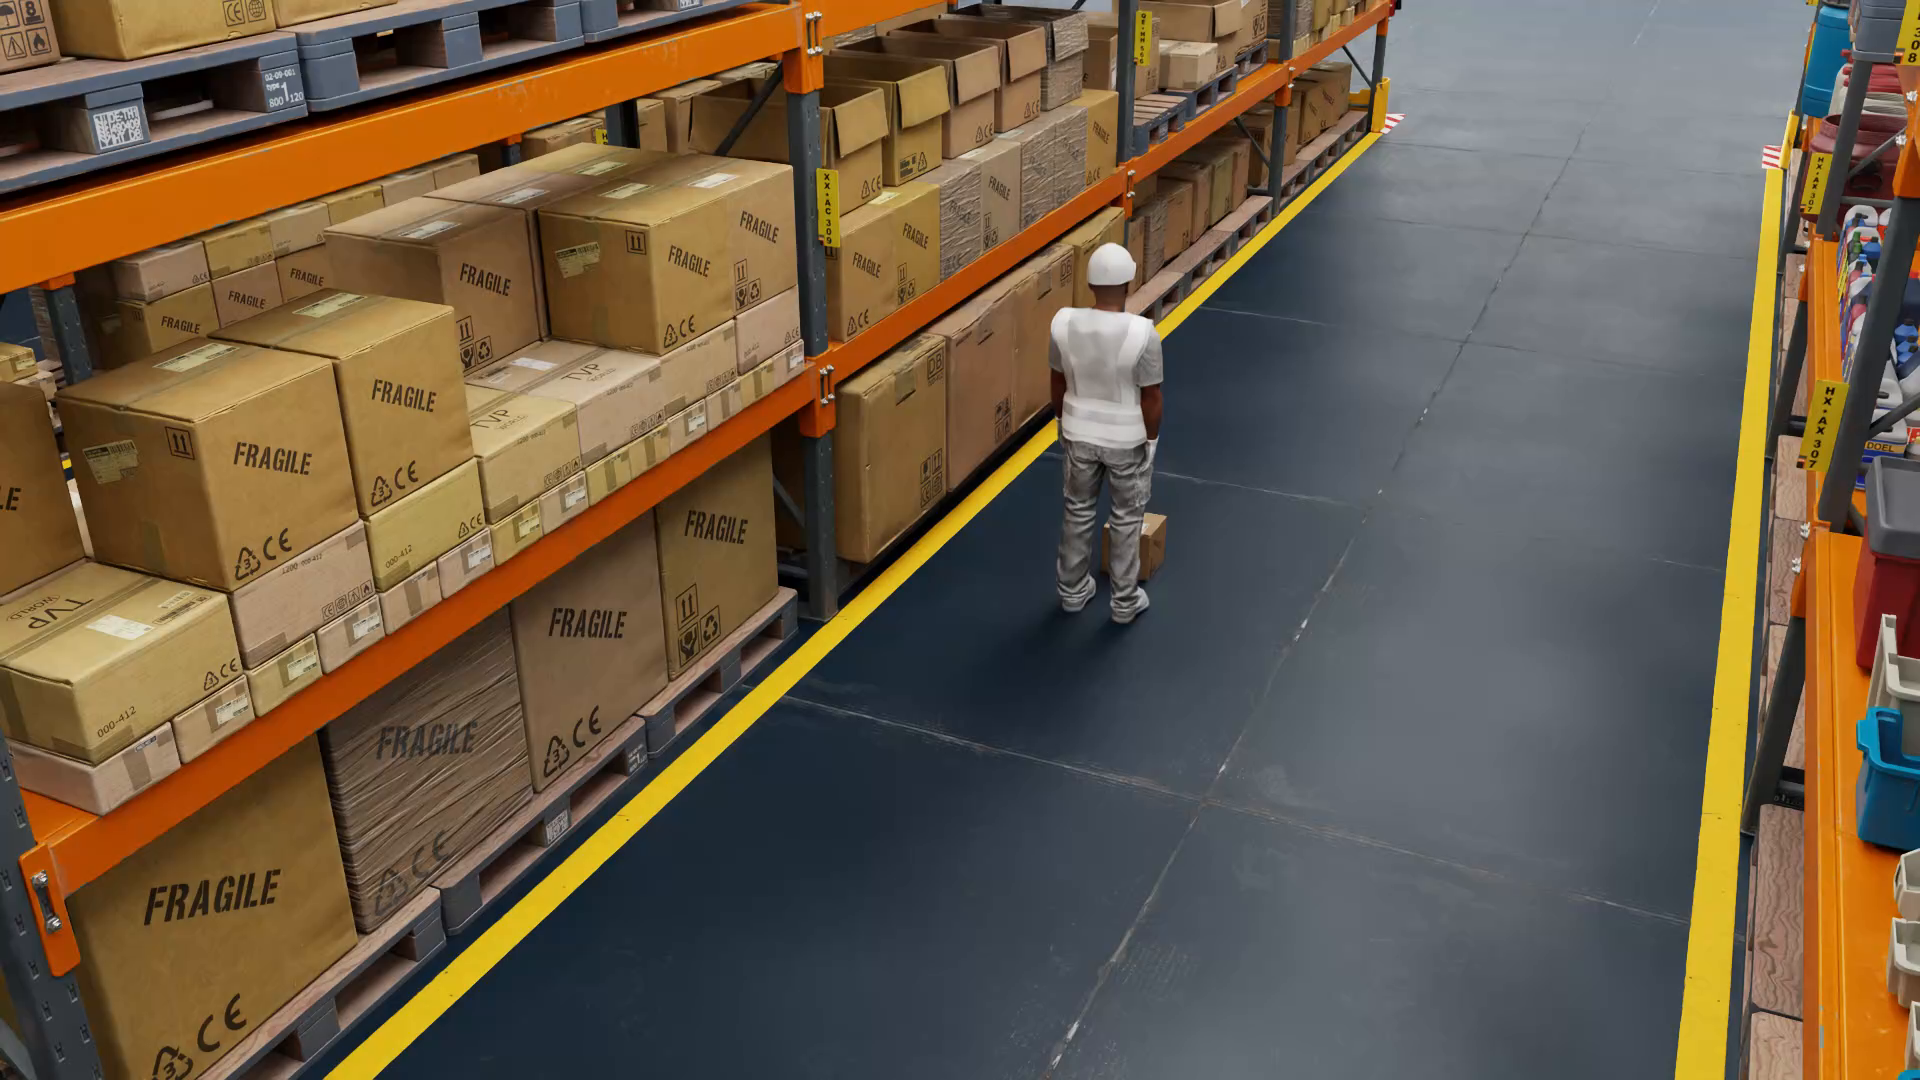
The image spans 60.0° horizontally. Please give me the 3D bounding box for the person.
[{"bbox_3d":[0.665,-0.481,7.572,0.548,1.787,0.377,12,28,23],"label":"person"}]
